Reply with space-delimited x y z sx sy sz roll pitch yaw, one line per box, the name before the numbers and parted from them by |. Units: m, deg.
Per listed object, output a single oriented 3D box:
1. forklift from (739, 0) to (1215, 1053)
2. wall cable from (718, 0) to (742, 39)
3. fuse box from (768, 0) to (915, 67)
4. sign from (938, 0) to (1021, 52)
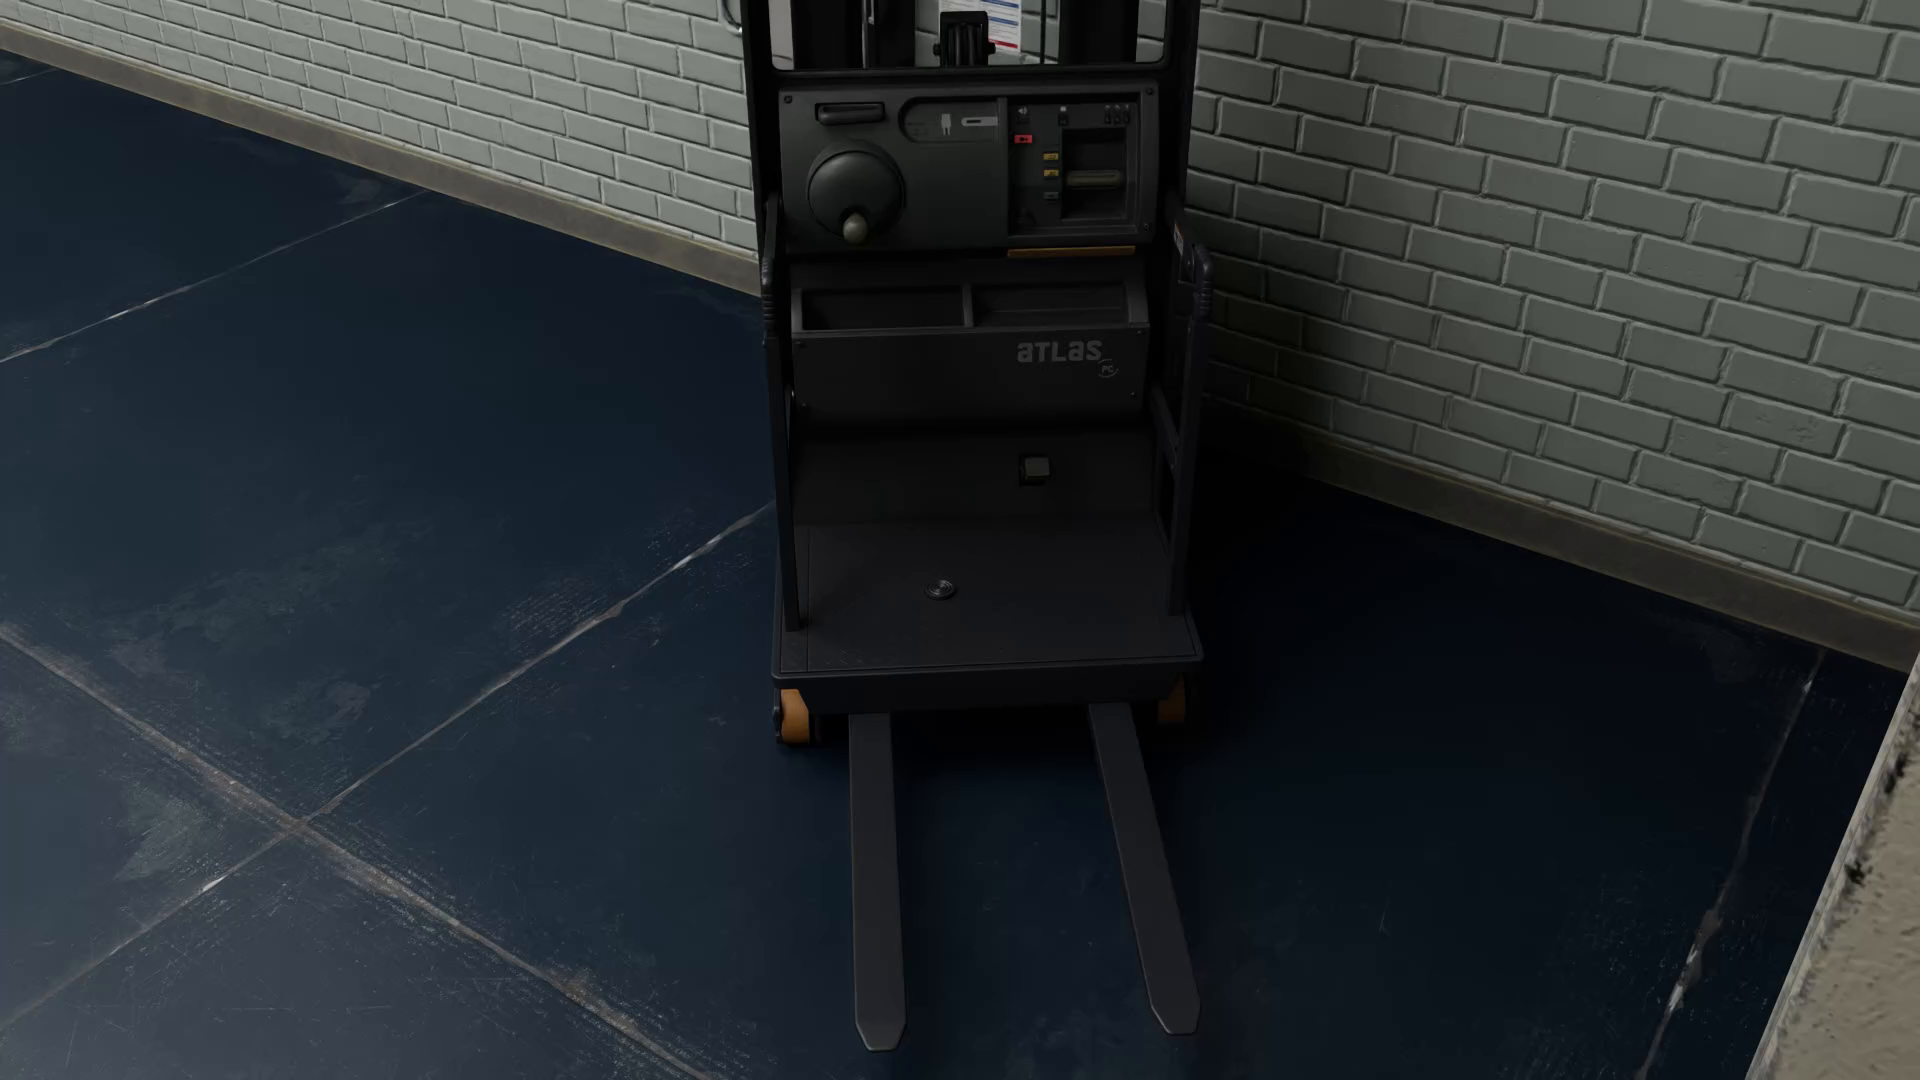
forklift | 0.043 -0.863 3.909 1.130 2.935 3.031 -2 34 -3
wall cable | -0.932 -2.674 5.619 0.588 1.984 0.122 21 39 28
fuse box | -0.461 -1.429 5.835 0.539 1.711 0.414 21 39 28
sign | 0.063 -1.861 5.408 0.329 0.494 0.001 21 39 28
